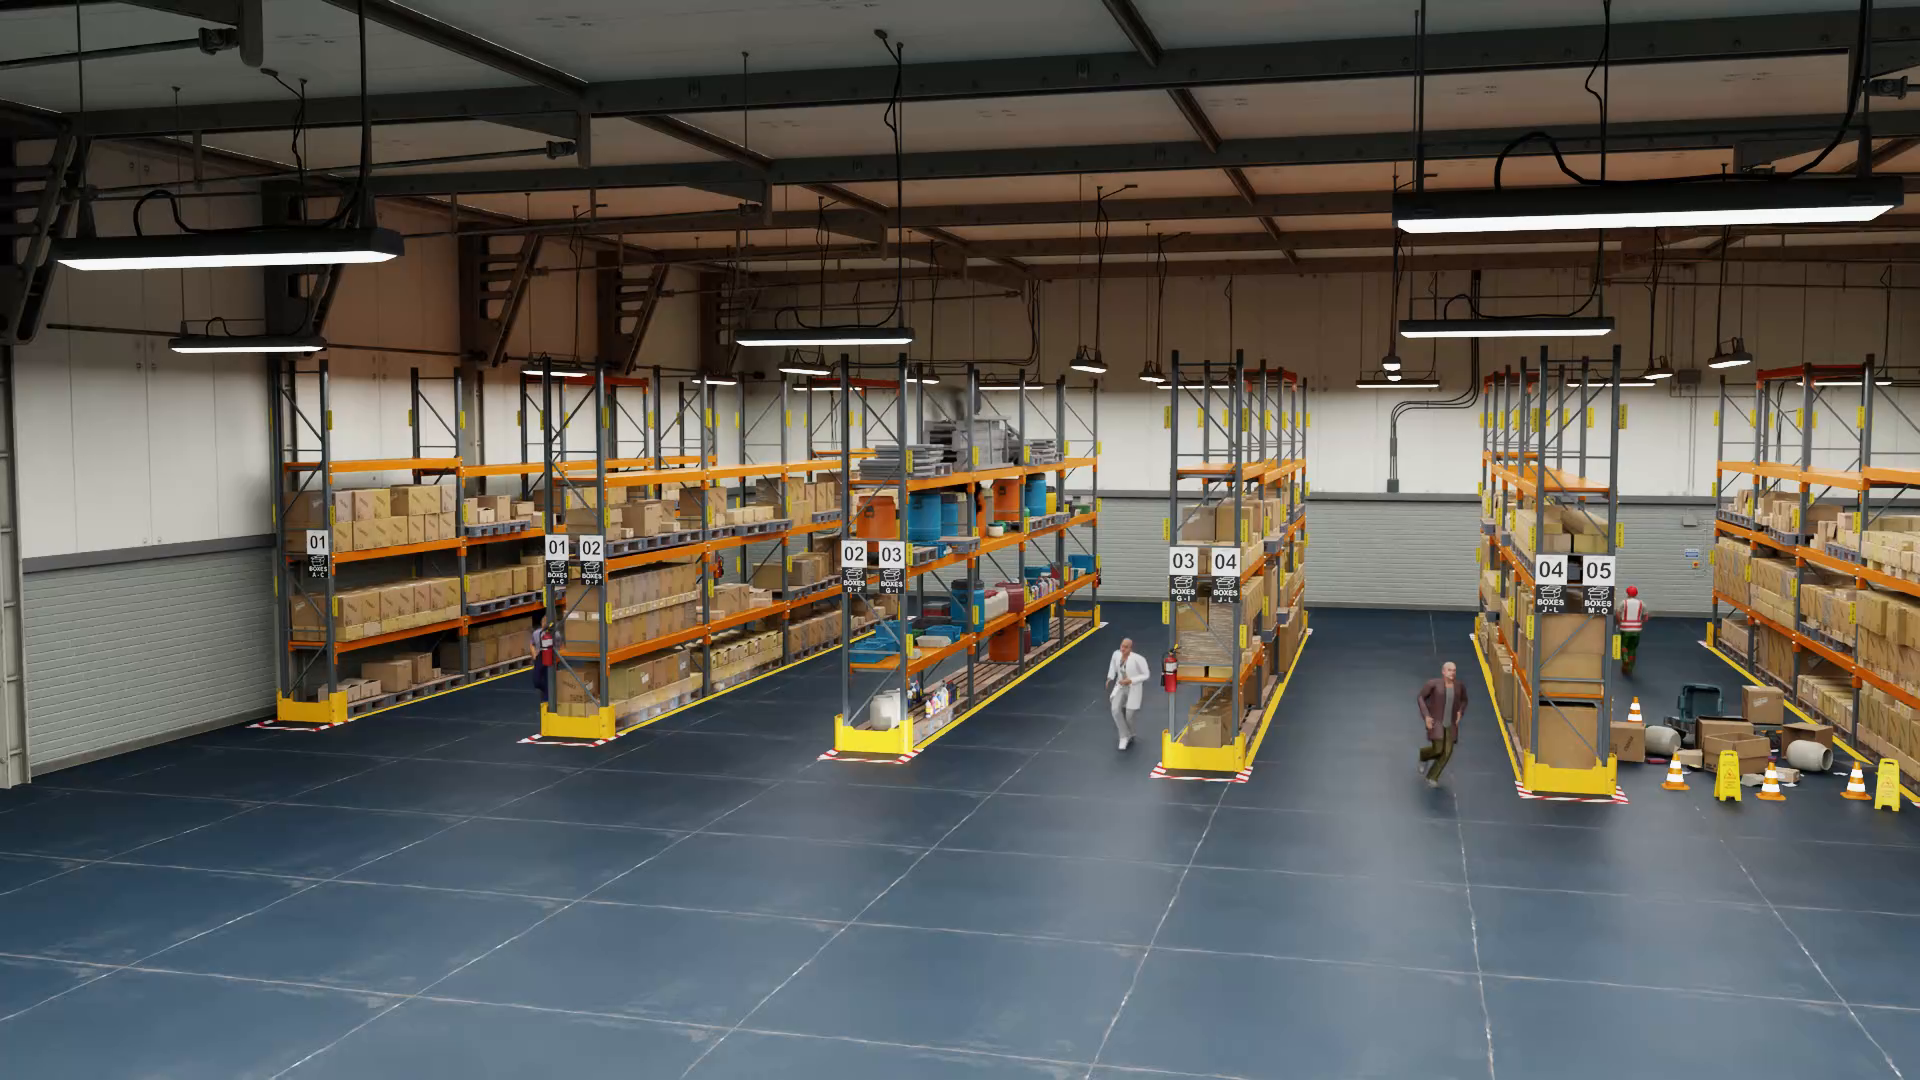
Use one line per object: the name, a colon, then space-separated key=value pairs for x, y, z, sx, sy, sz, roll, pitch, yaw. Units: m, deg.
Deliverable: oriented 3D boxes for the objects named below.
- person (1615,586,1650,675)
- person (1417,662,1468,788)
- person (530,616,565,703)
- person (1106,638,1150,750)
person: x=13.221 y=1.772 z=32.765 sx=0.659 sy=1.745 sz=0.590 roll=1 pitch=4 yaw=10
person: x=6.648 y=2.519 z=22.836 sx=0.696 sy=1.719 sz=0.585 roll=-1 pitch=4 yaw=-10
person: x=-7.202 y=2.119 z=29.005 sx=0.595 sy=1.601 sz=0.561 roll=0 pitch=4 yaw=-2
person: x=2.608 y=2.327 z=25.556 sx=0.748 sy=1.714 sz=0.871 roll=2 pitch=4 yaw=24
